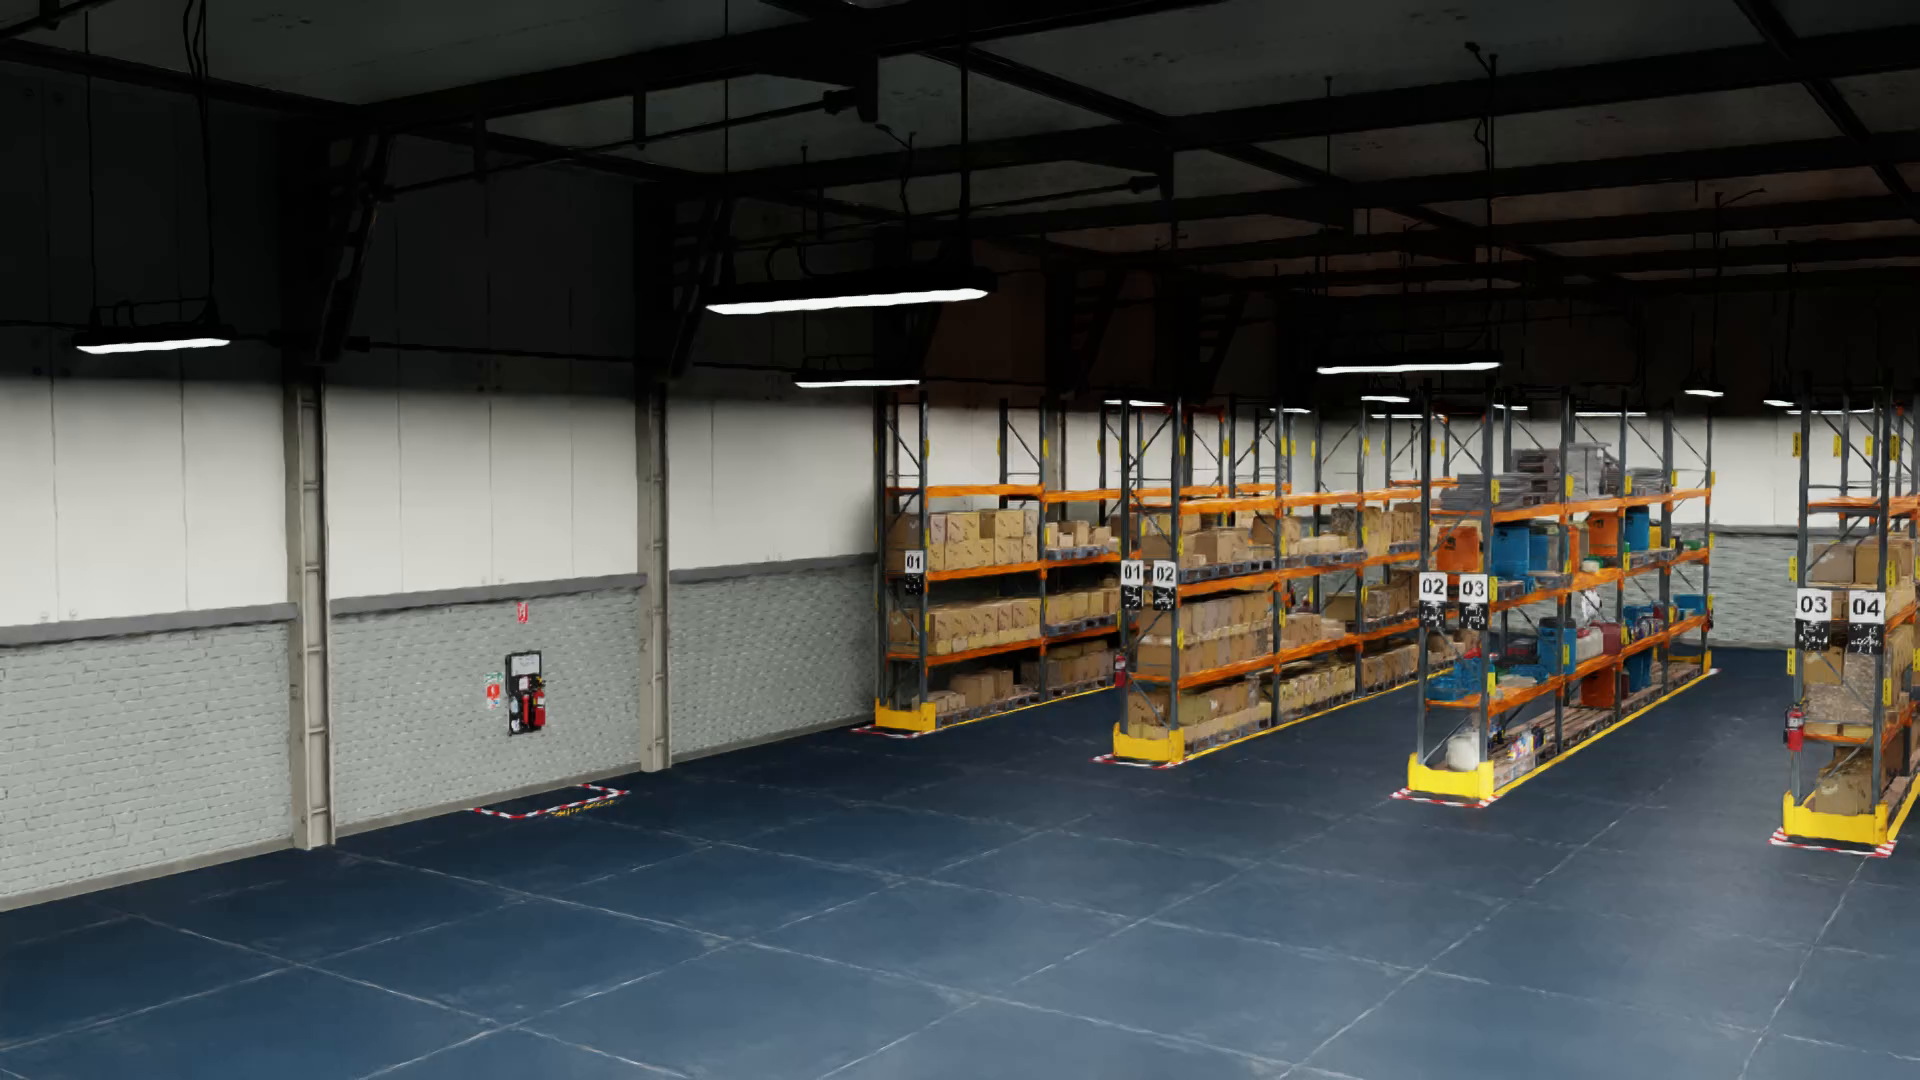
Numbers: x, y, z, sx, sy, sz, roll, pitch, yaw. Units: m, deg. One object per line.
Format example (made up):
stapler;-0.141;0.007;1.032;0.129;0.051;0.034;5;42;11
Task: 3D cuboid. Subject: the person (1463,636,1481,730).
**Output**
person;8.957;2.518;28.963;0.651;1.719;0.593;-2;4;-31

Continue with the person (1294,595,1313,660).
person;7.531;2.081;36.308;0.677;1.775;0.636;-1;3;-23

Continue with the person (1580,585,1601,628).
person;15.791;1.850;41.926;0.651;1.671;0.461;-1;3;-14
